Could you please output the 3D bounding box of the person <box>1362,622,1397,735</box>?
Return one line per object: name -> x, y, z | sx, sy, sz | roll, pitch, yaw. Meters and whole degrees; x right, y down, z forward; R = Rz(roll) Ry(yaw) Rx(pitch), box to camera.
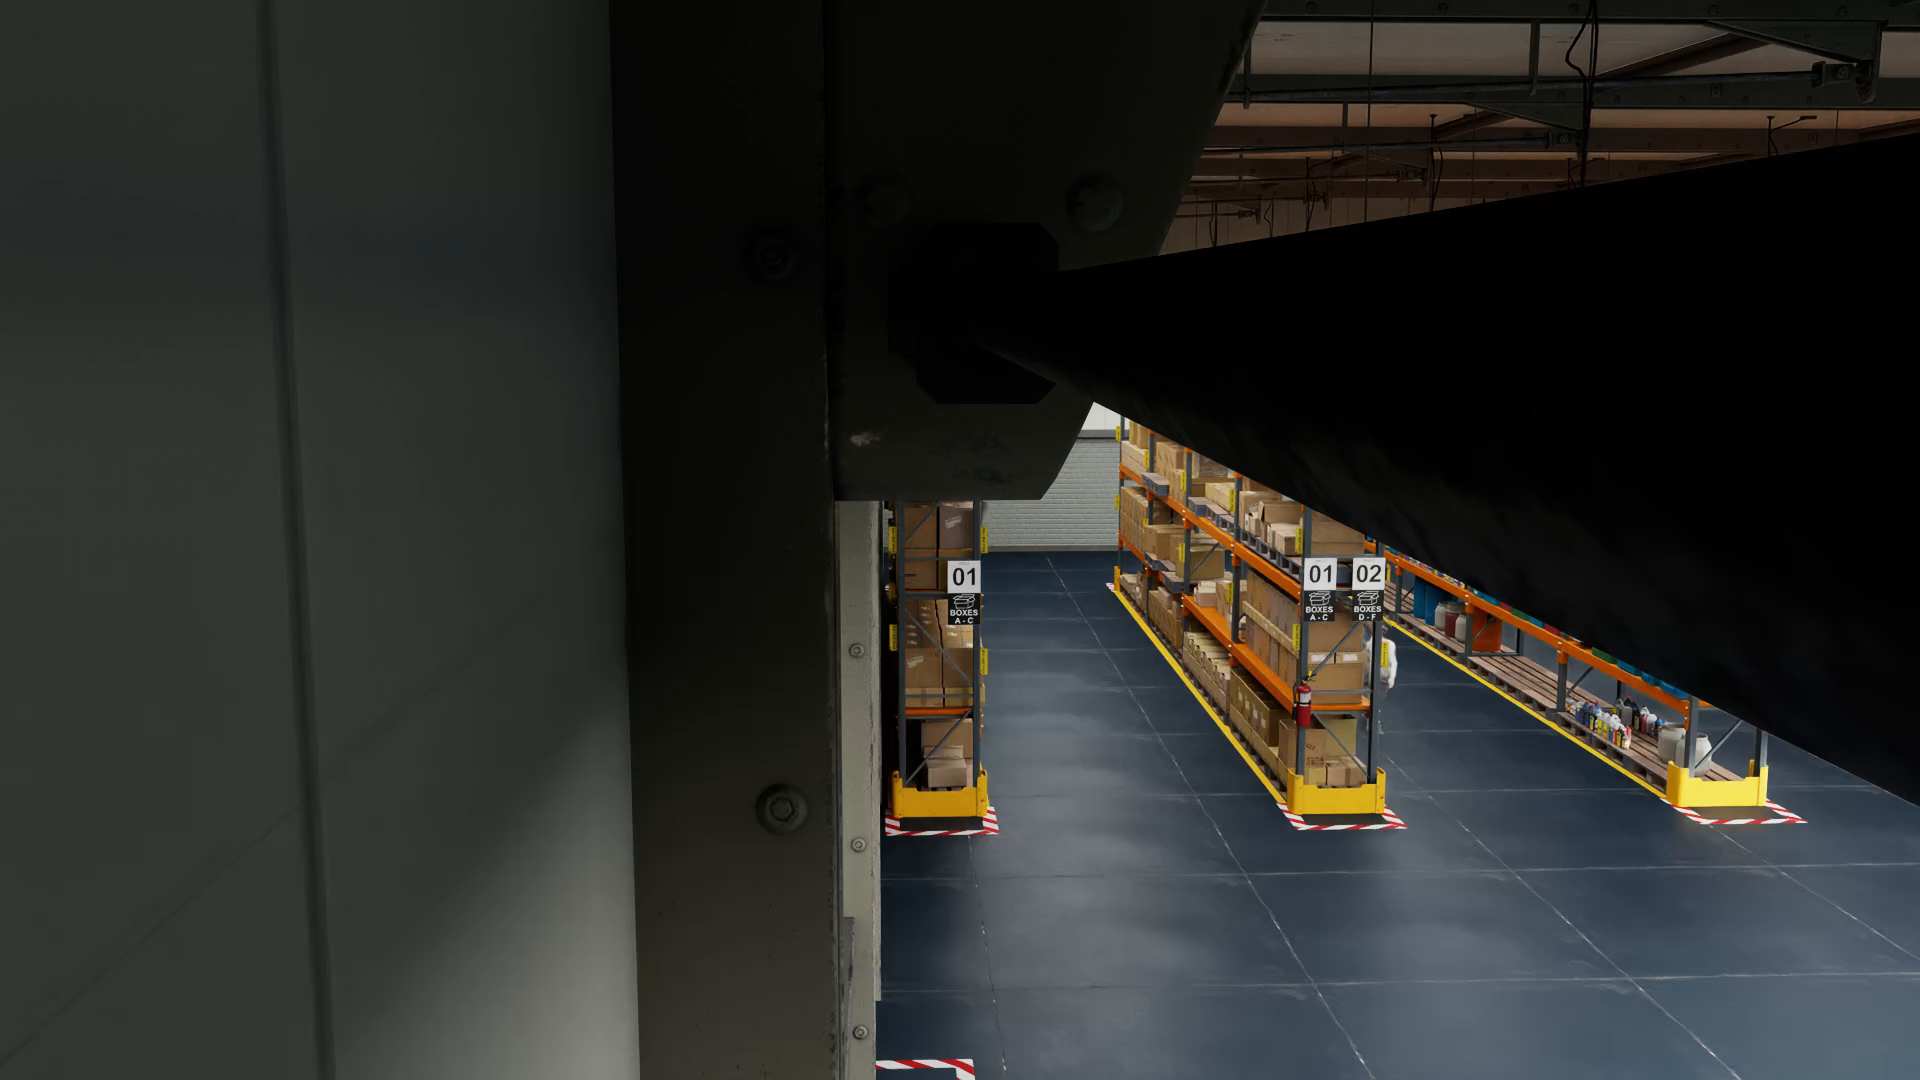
person -> 6.180, 1.984, 24.575 | 0.425, 1.637, 0.952 | -1, 8, -9
